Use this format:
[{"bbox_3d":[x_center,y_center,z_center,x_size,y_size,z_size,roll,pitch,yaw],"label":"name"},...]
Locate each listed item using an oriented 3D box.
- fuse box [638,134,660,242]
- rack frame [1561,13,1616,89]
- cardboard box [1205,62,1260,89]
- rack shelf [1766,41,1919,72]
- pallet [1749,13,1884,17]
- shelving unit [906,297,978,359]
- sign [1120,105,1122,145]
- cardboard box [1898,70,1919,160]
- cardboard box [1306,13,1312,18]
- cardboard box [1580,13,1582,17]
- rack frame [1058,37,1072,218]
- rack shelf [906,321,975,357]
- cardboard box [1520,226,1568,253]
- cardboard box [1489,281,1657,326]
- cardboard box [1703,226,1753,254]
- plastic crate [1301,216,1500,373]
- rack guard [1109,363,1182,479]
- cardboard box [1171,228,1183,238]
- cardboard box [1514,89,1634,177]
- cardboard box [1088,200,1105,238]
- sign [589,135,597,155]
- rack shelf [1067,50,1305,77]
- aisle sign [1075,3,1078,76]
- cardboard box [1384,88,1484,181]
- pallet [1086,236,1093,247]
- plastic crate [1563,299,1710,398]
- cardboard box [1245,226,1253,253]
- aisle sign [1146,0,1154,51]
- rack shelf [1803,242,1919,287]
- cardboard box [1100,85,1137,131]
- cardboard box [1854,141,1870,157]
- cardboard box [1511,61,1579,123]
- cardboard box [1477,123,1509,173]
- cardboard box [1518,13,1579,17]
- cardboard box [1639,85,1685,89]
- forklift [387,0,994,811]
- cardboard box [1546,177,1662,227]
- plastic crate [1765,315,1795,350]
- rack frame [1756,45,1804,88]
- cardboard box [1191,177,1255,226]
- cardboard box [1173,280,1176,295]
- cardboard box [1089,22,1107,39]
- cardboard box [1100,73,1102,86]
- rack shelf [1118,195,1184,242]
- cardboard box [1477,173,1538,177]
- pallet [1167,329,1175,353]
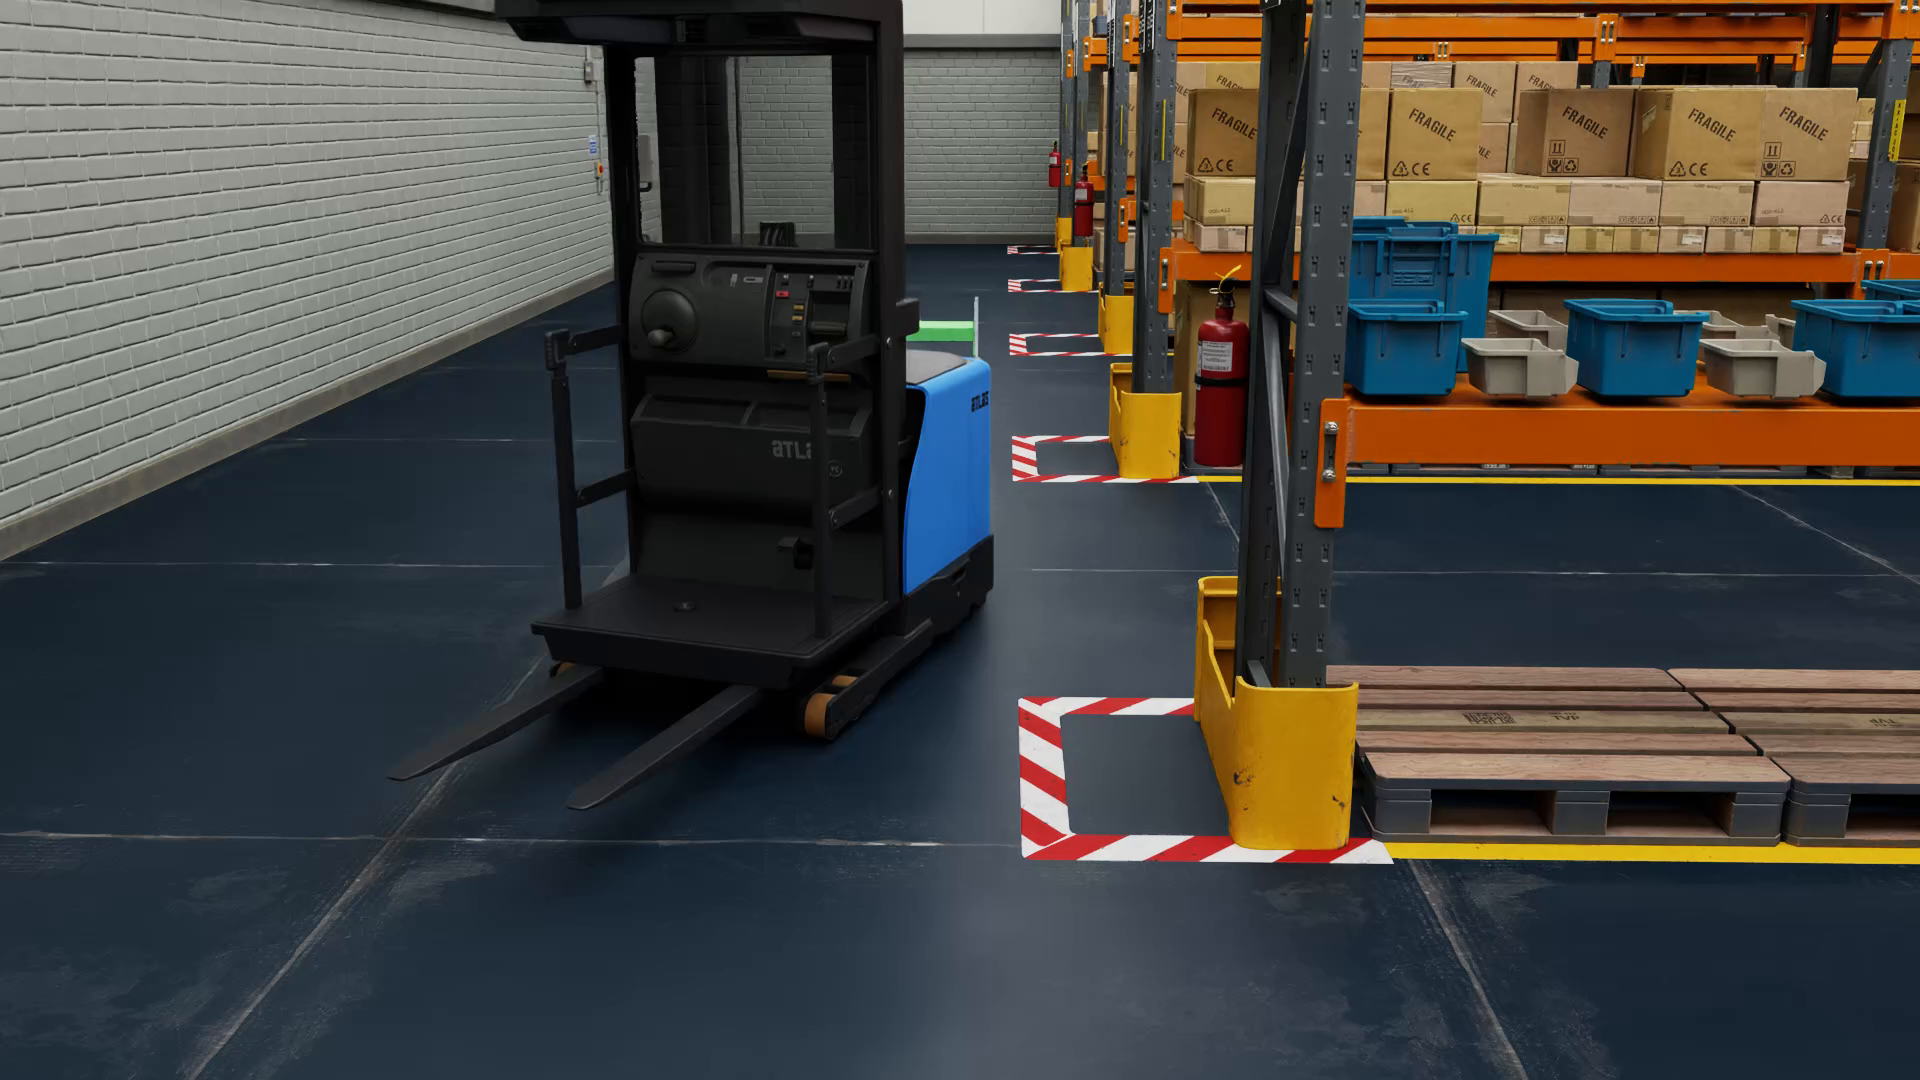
[{"bbox_3d":[-4.039,-4.424,21.754,0.414,1.711,0.539,0,15,1],"label":"fuse box"},{"bbox_3d":[5.372,-3.192,14.560,0.127,3.000,1.000,0,15,1],"label":"rack frame"},{"bbox_3d":[2.320,-3.822,14.207,0.500,0.500,0.500,1,15,3],"label":"cardboard box"},{"bbox_3d":[11.396,-5.519,18.908,4.000,0.370,1.077,0,15,1],"label":"rack shelf"},{"bbox_3d":[7.024,-4.515,14.061,1.003,0.211,1.213,0,15,1],"label":"pallet"},{"bbox_3d":[-0.165,-0.581,8.191,0.503,1.200,0.258,0,15,1],"label":"shelving unit"},{"bbox_3d":[1.360,-3.499,14.024,0.005,0.325,0.100,0,15,1],"label":"sign"},{"bbox_3d":[5.783,-2.460,9.620,0.637,0.503,0.797,0,15,0],"label":"cardboard box"},{"bbox_3d":[2.858,-4.524,14.020,0.500,0.250,0.500,0,15,0],"label":"cardboard box"},{"bbox_3d":[8.641,-7.354,23.383,0.250,0.149,0.380,0,15,0],"label":"cardboard box"},{"bbox_3d":[1.522,-5.747,24.244,0.127,3.000,1.000,0,15,1],"label":"rack frame"},{"bbox_3d":[-0.165,-0.984,8.085,0.480,0.148,0.258,0,15,1],"label":"rack shelf"},{"bbox_3d":[3.292,-1.735,9.530,0.250,0.149,0.380,1,15,2],"label":"cardboard box"},{"bbox_3d":[3.587,-1.134,10.102,0.875,0.875,0.875,0,15,1],"label":"cardboard box"},{"bbox_3d":[4.318,-1.729,9.504,0.250,0.149,0.380,0,15,0],"label":"cardboard box"},{"bbox_3d":[1.359,-0.783,5.240,0.499,0.435,0.616,0,15,1],"label":"plastic crate"},{"bbox_3d":[1.122,-0.746,10.187,0.348,0.500,1.175,0,15,1],"label":"rack guard"},{"bbox_3d":[2.976,-3.463,19.785,0.875,0.438,0.875,1,15,3],"label":"cardboard box"},{"bbox_3d":[3.660,-2.438,9.941,0.500,0.500,0.500,0,15,0],"label":"cardboard box"},{"bbox_3d":[2.131,-4.715,24.402,0.637,0.503,0.797,0,15,-1],"label":"cardboard box"},{"bbox_3d":[-4.301,-4.631,19.483,0.001,0.218,0.327,0,15,1],"label":"sign"},{"bbox_3d":[3.521,-6.837,23.904,4.000,0.370,1.077,0,15,1],"label":"rack shelf"},{"bbox_3d":[1.320,-5.665,18.836,0.004,0.787,0.394,0,15,1],"label":"aisle sign"},{"bbox_3d":[2.637,-2.311,9.461,0.500,0.500,0.500,0,15,0],"label":"cardboard box"},{"bbox_3d":[2.395,-4.393,24.579,1.213,0.211,1.003,0,15,1],"label":"pallet"},{"bbox_3d":[1.916,-0.549,4.753,0.300,0.233,0.416,0,15,1],"label":"plastic crate"},{"bbox_3d":[1.749,-1.745,9.567,0.250,0.149,0.380,0,15,1],"label":"cardboard box"},{"bbox_3d":[1.066,-3.135,9.247,0.004,0.787,0.394,0,15,1],"label":"aisle sign"},{"bbox_3d":[7.144,-1.567,9.811,4.000,0.370,1.077,0,15,1],"label":"rack shelf"},{"bbox_3d":[1.872,-4.938,19.019,0.500,0.500,0.500,0,15,0],"label":"cardboard box"},{"bbox_3d":[7.576,-3.287,14.004,0.250,0.149,0.380,1,15,3],"label":"cardboard box"},{"bbox_3d":[4.896,-3.802,14.132,0.500,0.500,0.500,0,15,-1],"label":"cardboard box"},{"bbox_3d":[4.363,-3.319,14.262,0.500,0.500,0.500,0,15,0],"label":"cardboard box"},{"bbox_3d":[4.875,-4.505,13.948,0.500,0.250,0.500,1,15,3],"label":"cardboard box"},{"bbox_3d":[7.863,-4.904,18.892,0.500,0.500,0.500,0,15,1],"label":"cardboard box"},{"bbox_3d":[-0.839,-0.844,5.795,1.130,2.935,3.031,5,16,19],"label":"forklift"},{"bbox_3d":[3.669,-1.941,9.530,0.500,0.250,0.500,1,15,3],"label":"cardboard box"},{"bbox_3d":[2.704,-0.635,5.267,0.250,0.136,0.298,0,15,1],"label":"plastic crate"},{"bbox_3d":[9.396,-4.429,19.249,0.127,3.000,1.000,0,15,1],"label":"rack frame"},{"bbox_3d":[1.619,-1.954,9.576,0.500,0.250,0.500,0,15,0],"label":"cardboard box"},{"bbox_3d":[1.889,-2.241,14.552,0.250,0.149,0.380,0,15,-1],"label":"cardboard box"},{"bbox_3d":[1.959,-7.196,23.568,0.500,0.250,0.500,0,15,1],"label":"cardboard box"},{"bbox_3d":[1.763,-5.376,19.408,0.250,0.149,0.380,1,15,2],"label":"cardboard box"},{"bbox_3d":[3.373,-2.858,14.701,4.000,0.370,1.077,0,15,1],"label":"rack shelf"},{"bbox_3d":[3.174,-2.081,10.059,0.500,0.250,0.500,0,15,2],"label":"cardboard box"},{"bbox_3d":[2.261,-1.855,14.959,1.213,0.211,1.003,0,15,1],"label":"pallet"}]
